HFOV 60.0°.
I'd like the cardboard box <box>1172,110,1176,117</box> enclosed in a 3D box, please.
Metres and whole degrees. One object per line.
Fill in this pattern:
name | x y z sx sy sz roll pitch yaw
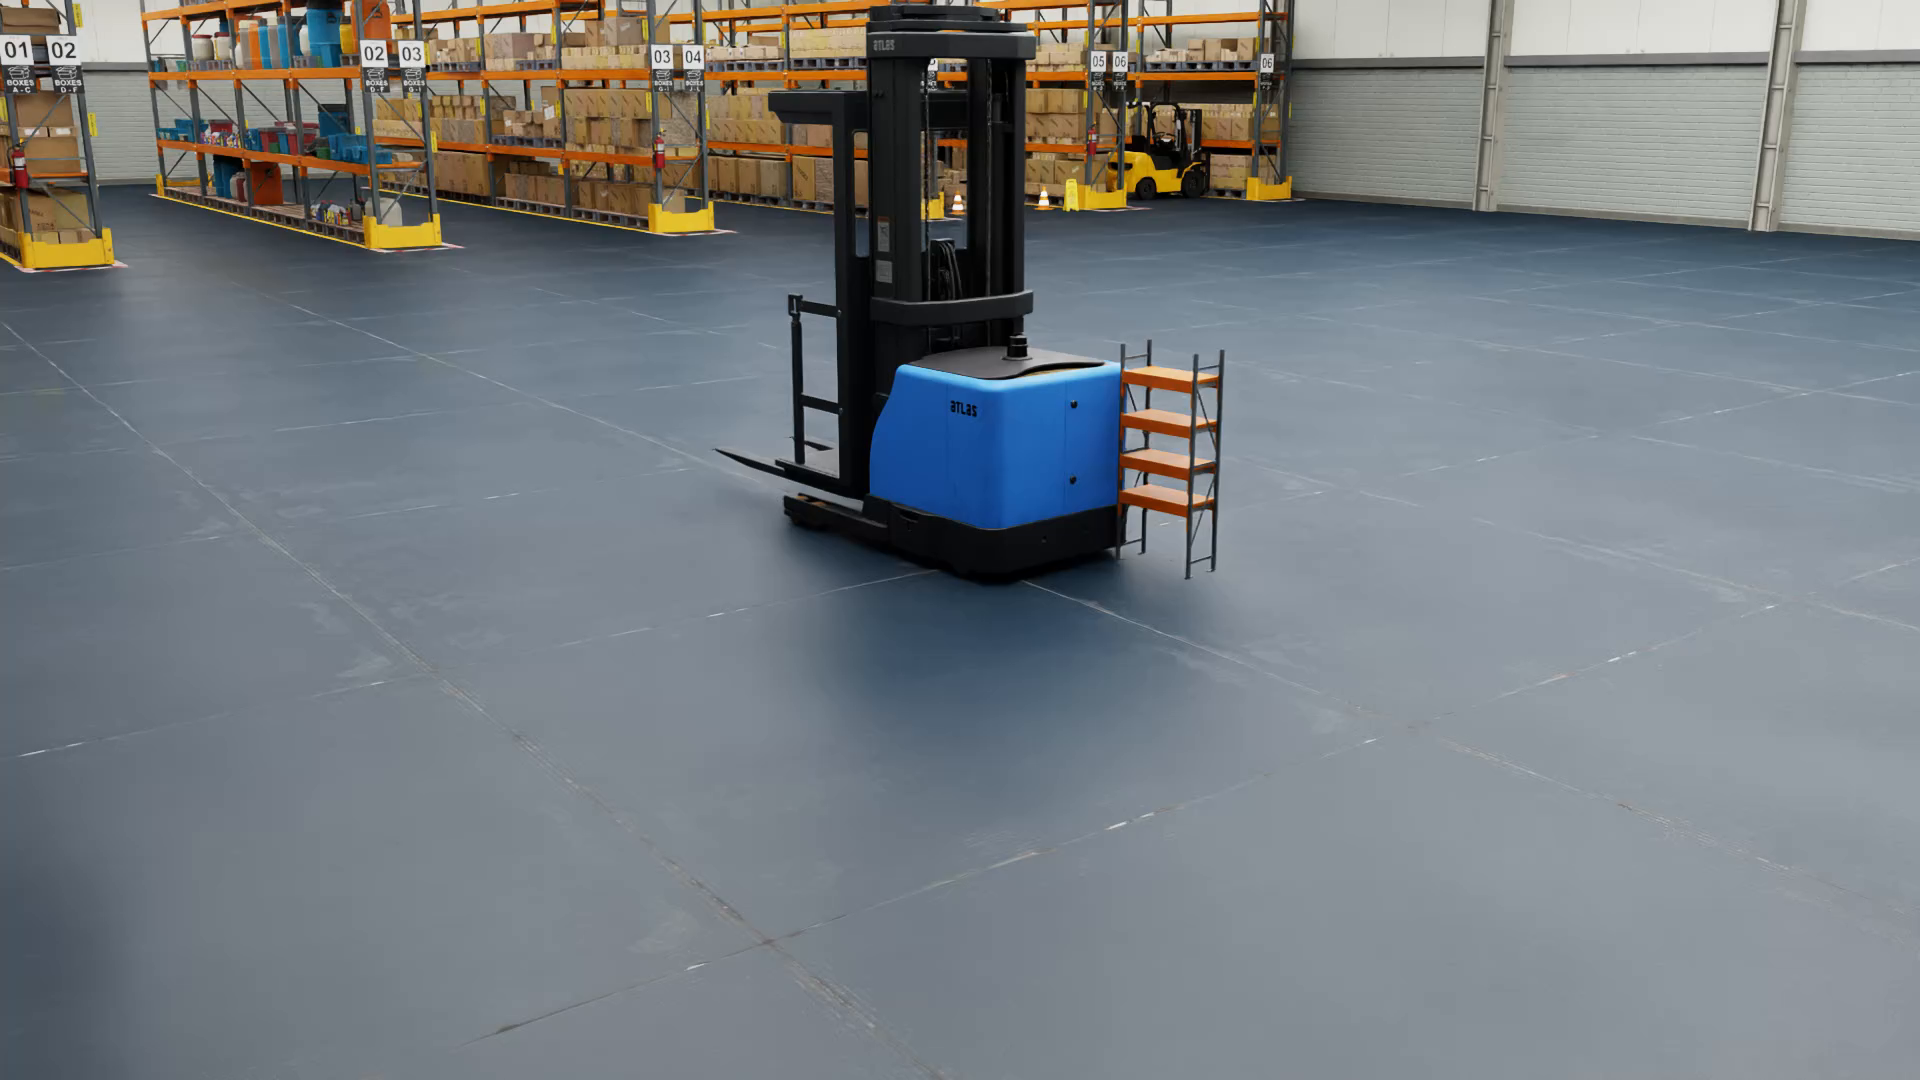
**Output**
cardboard box | 5.269 -10.173 39.646 0.380 0.149 0.250 -11 19 -35

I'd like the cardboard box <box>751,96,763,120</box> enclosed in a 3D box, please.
cardboard box | -4.128 -9.440 36.301 0.700 0.500 0.500 -11 19 -34

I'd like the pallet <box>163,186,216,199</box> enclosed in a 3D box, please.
pallet | -17.911 -8.105 38.789 1.003 0.211 1.213 -11 19 -35

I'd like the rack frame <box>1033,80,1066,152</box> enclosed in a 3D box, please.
rack frame | 2.375 -11.002 44.092 1.000 3.000 0.127 -11 19 -35

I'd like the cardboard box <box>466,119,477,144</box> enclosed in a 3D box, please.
cardboard box | -10.433 -8.915 36.278 0.500 0.500 0.500 -11 19 -35

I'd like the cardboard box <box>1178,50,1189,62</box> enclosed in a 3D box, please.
cardboard box | 5.354 -11.417 39.194 0.396 0.266 0.258 -11 19 -36

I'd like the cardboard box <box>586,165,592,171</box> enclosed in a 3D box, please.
cardboard box | -9.559 -9.749 43.556 0.380 0.149 0.250 -12 19 -37

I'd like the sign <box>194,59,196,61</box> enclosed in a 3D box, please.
sign | -17.929 -11.117 39.029 0.100 0.325 0.005 -11 19 -35

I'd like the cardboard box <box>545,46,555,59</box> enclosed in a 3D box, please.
cardboard box | -7.936 -9.608 32.776 0.396 0.266 0.258 -10 18 -33

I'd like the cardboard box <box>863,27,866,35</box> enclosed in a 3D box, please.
cardboard box | -1.648 -9.821 32.076 0.380 0.149 0.250 -10 18 -34

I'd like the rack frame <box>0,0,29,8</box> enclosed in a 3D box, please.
rack frame | -15.317 -9.195 26.126 1.000 3.000 0.127 -11 19 -35

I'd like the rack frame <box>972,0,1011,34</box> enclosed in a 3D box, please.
rack frame | 0.714 -12.270 37.361 1.000 3.000 0.127 -11 19 -35

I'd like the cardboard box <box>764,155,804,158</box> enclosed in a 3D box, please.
cardboard box | -4.799 -10.394 45.926 0.875 0.438 0.875 -12 19 -36

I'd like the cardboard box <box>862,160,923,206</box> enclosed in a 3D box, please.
cardboard box | -1.331 -7.045 32.863 0.875 0.875 0.875 -11 19 -34

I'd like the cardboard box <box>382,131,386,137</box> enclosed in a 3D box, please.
cardboard box | -13.959 -9.988 40.863 0.380 0.149 0.250 -11 19 -35

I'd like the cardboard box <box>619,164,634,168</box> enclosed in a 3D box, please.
cardboard box | -8.354 -9.445 41.881 0.380 0.149 0.250 -10 18 -33

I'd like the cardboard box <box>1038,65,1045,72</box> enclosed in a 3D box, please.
cardboard box | 1.899 -10.159 35.804 0.380 0.149 0.250 -11 19 -36

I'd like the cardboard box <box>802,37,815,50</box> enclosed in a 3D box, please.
cardboard box | -2.872 -10.100 33.850 0.500 0.250 0.500 -11 19 -35

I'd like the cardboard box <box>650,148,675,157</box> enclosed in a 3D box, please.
cardboard box | -5.285 -6.892 29.551 0.380 0.149 0.250 -11 19 -35

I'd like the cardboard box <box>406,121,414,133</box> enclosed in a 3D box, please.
cardboard box | -12.784 -9.782 39.353 0.500 0.250 0.500 -10 18 -33

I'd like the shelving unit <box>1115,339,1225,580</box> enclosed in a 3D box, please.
shelving unit | 1.117 -0.439 8.907 0.258 1.200 0.503 -14 21 -42

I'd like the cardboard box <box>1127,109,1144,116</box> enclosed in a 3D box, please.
cardboard box | 4.346 -10.548 41.013 0.380 0.149 0.250 -10 18 -33

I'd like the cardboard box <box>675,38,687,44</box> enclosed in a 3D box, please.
cardboard box | -6.344 -11.458 38.438 0.396 0.266 0.258 -11 19 -35

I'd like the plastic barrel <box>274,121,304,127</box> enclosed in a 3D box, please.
plastic barrel | -13.143 -7.937 32.637 0.600 0.536 0.708 -11 19 -35

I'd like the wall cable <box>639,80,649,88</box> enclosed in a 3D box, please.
wall cable | -9.676 -13.645 51.763 0.585 1.953 0.123 -11 19 -35

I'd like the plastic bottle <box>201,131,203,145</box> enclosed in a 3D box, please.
plastic bottle | -16.142 -8.577 35.453 0.061 0.283 0.133 -11 19 -35

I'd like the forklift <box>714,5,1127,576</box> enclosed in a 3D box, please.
forklift | -0.400 -1.551 9.692 1.130 2.935 3.031 -12 20 -38

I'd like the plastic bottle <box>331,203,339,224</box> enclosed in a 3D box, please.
plastic bottle | -10.699 -5.597 28.527 0.144 0.351 0.185 -10 18 -32

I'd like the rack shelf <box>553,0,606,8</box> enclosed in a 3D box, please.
rack shelf | -6.126 -9.956 30.276 1.077 0.370 4.000 -11 19 -35

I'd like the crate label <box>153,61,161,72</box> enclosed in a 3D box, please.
crate label | -18.083 -10.760 37.807 0.408 0.251 0.502 -11 19 -35

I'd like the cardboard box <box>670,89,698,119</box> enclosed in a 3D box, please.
cardboard box | -5.053 -7.818 29.812 0.500 0.500 0.500 -11 19 -35

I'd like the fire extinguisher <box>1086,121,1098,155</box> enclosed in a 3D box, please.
fire extinguisher | 2.760 -8.389 34.692 0.296 0.674 0.183 -11 19 -35

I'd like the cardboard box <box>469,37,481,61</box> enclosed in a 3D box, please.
cardboard box | -10.071 -10.511 35.624 0.797 0.503 0.637 -10 18 -31

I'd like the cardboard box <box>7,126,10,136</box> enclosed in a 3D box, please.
cardboard box | -13.796 -6.025 24.489 0.380 0.149 0.250 -11 19 -34

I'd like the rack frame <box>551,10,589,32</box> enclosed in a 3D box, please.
rack frame | -10.286 -14.043 43.838 1.000 3.000 0.127 -11 19 -35

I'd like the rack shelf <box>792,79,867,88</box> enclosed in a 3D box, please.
rack shelf | -2.814 -11.758 42.533 1.077 0.370 4.000 -11 19 -35

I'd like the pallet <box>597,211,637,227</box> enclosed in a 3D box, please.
pallet | -6.157 -6.095 31.445 1.003 0.211 1.213 -11 19 -35

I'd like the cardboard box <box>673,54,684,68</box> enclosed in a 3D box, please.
cardboard box | -5.025 -8.502 29.559 0.500 0.250 0.500 -10 18 -33

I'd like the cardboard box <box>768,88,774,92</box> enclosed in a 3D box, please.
cardboard box | -4.974 -12.172 45.053 0.380 0.149 0.250 -11 19 -35

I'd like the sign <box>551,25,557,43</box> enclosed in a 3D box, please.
sign | -7.749 -9.638 31.699 0.100 0.325 0.005 -11 19 -35

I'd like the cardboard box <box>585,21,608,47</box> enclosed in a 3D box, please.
cardboard box | -6.831 -9.662 31.812 0.500 0.500 0.500 -12 19 -36

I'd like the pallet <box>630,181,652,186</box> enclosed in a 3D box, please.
pallet | -7.476 -8.784 41.270 1.003 0.211 1.213 -11 19 -35

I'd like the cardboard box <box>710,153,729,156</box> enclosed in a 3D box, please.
cardboard box | -5.792 -8.984 39.239 0.500 0.250 0.500 -12 19 -37

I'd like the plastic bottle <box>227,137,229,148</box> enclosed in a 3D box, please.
plastic bottle | -14.833 -8.070 33.757 0.097 0.201 0.097 0 15 0

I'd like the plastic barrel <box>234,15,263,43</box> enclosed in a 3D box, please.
plastic barrel | -13.992 -9.902 32.782 0.600 0.830 0.708 -11 19 -35

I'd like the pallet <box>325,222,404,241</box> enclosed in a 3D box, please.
pallet | -10.226 -5.314 28.592 1.003 0.211 1.213 -11 19 -35

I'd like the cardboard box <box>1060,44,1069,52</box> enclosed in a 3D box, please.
cardboard box | 2.343 -10.372 35.073 0.380 0.149 0.250 -11 19 -35

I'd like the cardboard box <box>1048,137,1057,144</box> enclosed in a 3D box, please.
cardboard box | 2.125 -8.593 35.767 0.380 0.149 0.250 -10 18 -34

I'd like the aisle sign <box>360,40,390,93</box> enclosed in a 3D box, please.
aisle sign | -9.155 -7.408 26.036 0.394 0.787 0.004 -11 19 -35

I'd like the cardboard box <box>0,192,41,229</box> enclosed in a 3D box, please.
cardboard box | -14.121 -4.965 25.027 0.500 0.500 0.500 -11 19 -35

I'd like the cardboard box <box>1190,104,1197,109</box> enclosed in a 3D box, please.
cardboard box | 5.657 -10.225 39.272 0.380 0.149 0.250 -11 19 -34

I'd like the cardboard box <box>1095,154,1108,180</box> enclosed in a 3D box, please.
cardboard box | 3.961 -9.482 42.240 0.875 0.625 0.625 -11 19 -35

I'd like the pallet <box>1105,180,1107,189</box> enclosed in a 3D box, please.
pallet | 4.262 -8.954 41.892 1.003 0.211 1.213 -11 19 -35

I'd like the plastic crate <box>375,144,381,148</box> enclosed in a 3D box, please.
plastic crate | -10.438 -6.804 29.035 0.499 0.251 0.616 -11 19 -35

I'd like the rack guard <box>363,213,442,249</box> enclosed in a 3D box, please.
rack guard | -9.039 -5.019 26.966 1.175 0.500 0.348 -11 19 -35

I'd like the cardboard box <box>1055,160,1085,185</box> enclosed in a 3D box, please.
cardboard box | 2.384 -7.891 35.718 0.500 0.500 0.500 -11 19 -34
